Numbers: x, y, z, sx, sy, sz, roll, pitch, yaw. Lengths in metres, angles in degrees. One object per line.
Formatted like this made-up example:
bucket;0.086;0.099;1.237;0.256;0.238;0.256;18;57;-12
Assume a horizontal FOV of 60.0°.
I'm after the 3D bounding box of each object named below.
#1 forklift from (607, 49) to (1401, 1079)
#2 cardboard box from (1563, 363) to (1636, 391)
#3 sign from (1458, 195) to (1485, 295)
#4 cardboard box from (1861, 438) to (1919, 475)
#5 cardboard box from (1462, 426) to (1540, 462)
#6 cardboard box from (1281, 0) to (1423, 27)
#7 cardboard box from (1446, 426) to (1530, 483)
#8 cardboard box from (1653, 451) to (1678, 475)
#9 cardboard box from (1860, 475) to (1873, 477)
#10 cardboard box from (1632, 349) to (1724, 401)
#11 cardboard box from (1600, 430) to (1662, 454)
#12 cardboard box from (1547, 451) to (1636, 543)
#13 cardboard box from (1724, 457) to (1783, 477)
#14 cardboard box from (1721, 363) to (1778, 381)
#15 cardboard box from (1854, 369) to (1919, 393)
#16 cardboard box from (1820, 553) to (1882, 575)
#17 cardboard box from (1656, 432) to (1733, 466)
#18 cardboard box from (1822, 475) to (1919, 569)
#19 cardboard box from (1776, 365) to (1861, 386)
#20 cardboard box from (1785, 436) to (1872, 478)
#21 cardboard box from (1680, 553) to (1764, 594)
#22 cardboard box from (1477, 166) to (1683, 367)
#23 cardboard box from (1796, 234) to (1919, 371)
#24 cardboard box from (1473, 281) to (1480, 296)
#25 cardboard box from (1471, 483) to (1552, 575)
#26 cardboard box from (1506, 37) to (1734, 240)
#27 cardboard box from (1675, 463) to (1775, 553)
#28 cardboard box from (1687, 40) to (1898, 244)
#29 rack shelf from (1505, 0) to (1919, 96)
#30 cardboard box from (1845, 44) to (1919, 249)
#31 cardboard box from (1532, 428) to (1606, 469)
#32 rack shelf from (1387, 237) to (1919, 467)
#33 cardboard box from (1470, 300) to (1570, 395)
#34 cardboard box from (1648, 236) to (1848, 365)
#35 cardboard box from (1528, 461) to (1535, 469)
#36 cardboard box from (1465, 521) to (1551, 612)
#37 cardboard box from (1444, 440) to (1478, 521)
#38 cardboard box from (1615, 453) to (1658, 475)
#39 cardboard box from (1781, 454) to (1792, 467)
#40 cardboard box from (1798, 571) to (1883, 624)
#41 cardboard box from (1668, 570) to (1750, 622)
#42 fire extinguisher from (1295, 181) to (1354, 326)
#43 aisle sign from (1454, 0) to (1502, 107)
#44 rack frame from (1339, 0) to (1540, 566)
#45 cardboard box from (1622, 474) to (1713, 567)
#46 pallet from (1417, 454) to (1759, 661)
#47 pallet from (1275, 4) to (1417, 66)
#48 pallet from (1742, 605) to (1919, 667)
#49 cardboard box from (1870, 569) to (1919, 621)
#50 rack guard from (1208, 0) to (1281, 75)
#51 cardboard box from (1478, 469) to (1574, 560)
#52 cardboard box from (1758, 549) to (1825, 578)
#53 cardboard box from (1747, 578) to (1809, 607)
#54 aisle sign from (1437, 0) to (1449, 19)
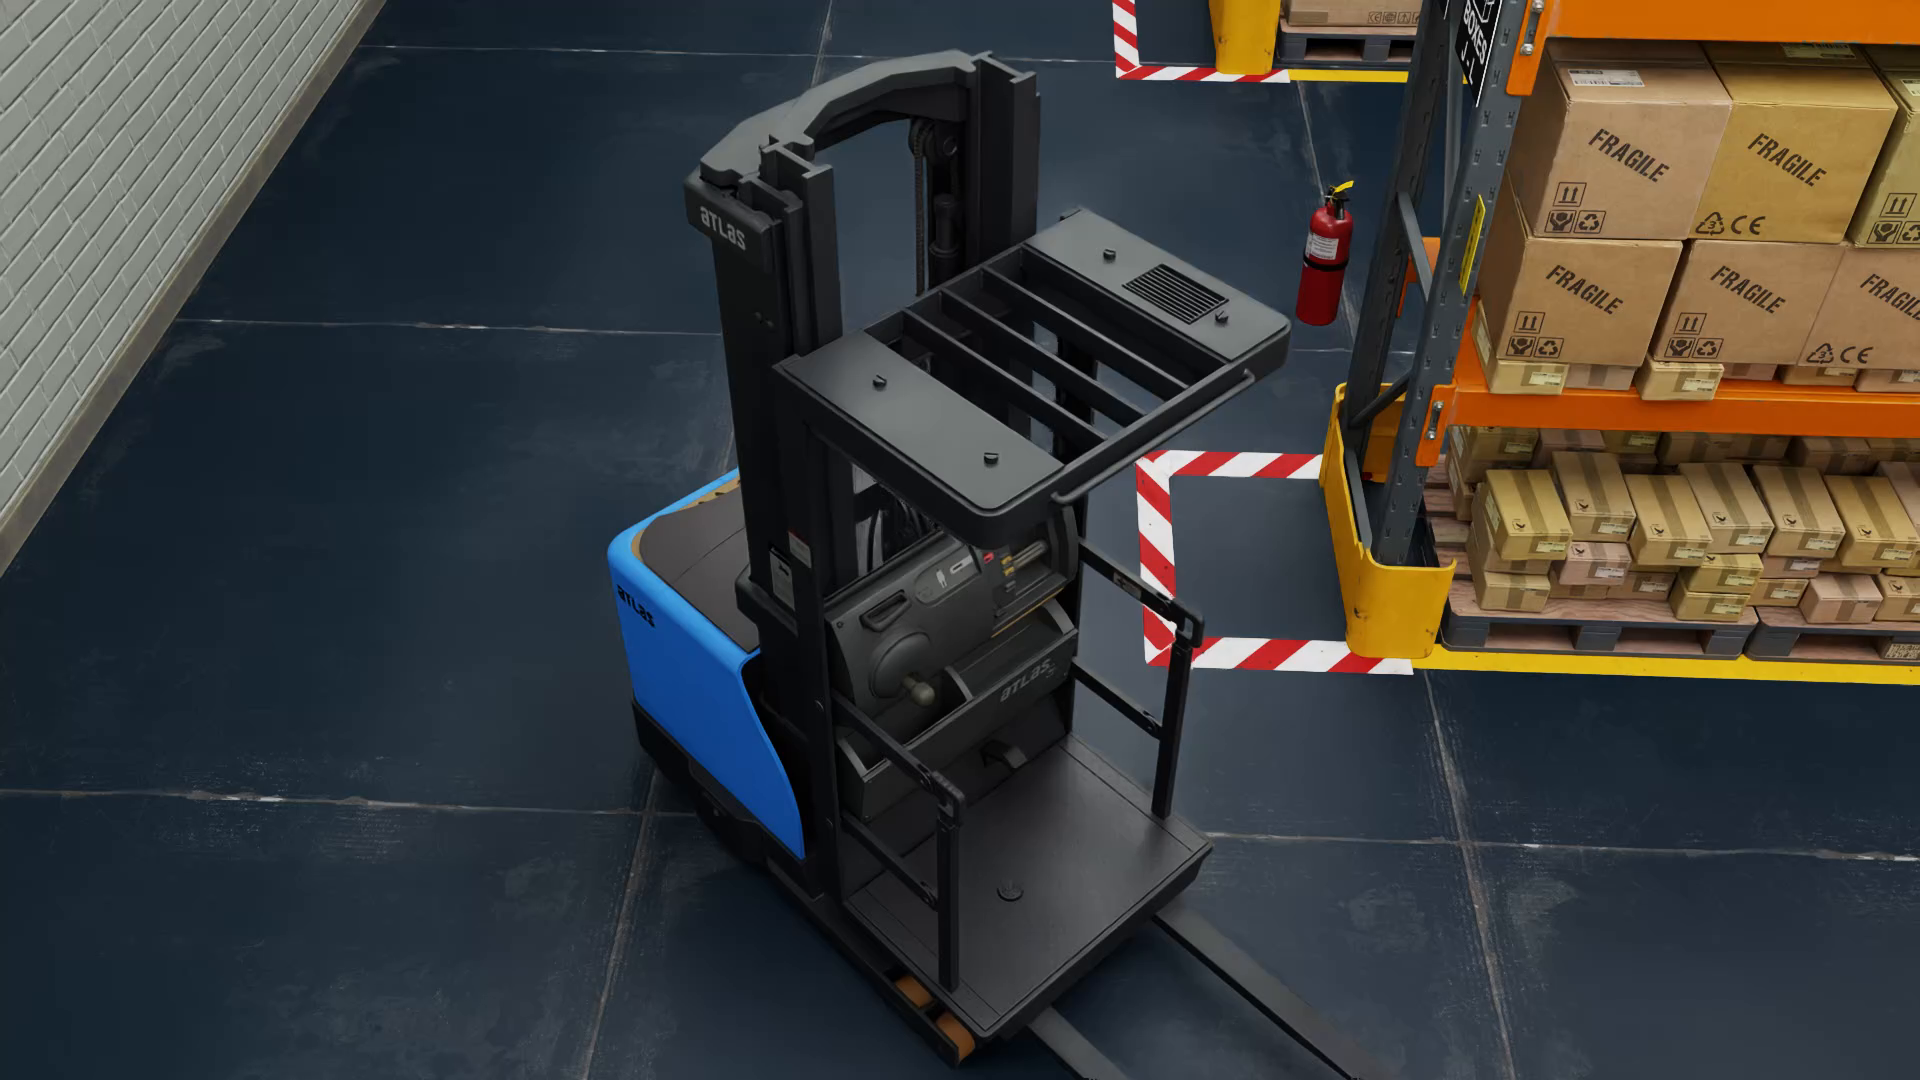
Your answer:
forklift;0.146;0.228;4.855;1.130;2.935;3.031;-32;52;-30
cardboard box;2.266;-0.715;6.001;0.250;0.149;0.380;3;43;3
sign;1.677;-0.967;5.452;0.005;0.325;0.100;2;43;2
cardboard box;3.802;-0.442;6.871;0.250;0.149;0.380;2;43;2
cardboard box;2.241;-0.504;6.937;0.250;0.149;0.380;2;43;2
cardboard box;2.487;-3.657;10.547;0.875;0.438;0.875;0;43;0
cardboard box;2.241;-0.417;7.062;0.250;0.149;0.380;1;43;1
cardboard box;3.024;-0.324;6.962;0.250;0.149;0.380;1;43;1
cardboard box;3.810;-0.385;7.028;0.250;0.149;0.380;2;43;2
cardboard box;2.532;-0.670;5.953;0.250;0.149;0.380;1;43;1
cardboard box;2.754;-0.536;6.971;0.250;0.149;0.380;1;43;1
cardboard box;2.490;-0.174;6.583;0.250;0.149;0.380;2;43;3
cardboard box;3.278;-0.395;7.039;0.250;0.149;0.380;2;43;3
cardboard box;2.797;-0.755;6.045;0.250;0.149;0.380;4;43;4
cardboard box;3.312;-0.704;5.989;0.250;0.149;0.380;1;43;1
cardboard box;3.526;-0.049;6.667;0.250;0.149;0.380;4;43;4
cardboard box;3.010;-0.485;6.917;0.250;0.149;0.380;0;43;0
cardboard box;3.525;-0.073;6.475;0.250;0.149;0.380;2;43;3
cardboard box;3.067;-0.730;6.018;0.250;0.149;0.380;1;43;1
cardboard box;3.539;-0.431;6.859;0.250;0.149;0.380;0;43;0
cardboard box;2.984;0.028;6.585;0.250;0.149;0.380;3;43;3
cardboard box;2.137;-0.963;5.792;0.500;0.500;0.500;4;43;4
cardboard box;3.162;-0.940;5.767;0.500;0.500;0.500;2;43;2
cardboard box;2.039;-1.110;6.425;0.250;0.149;0.380;2;43;2
cardboard box;2.213;-0.048;6.666;0.250;0.149;0.380;3;43;4
cardboard box;2.137;-1.336;5.459;0.500;0.500;0.500;2;43;2
cardboard box;2.987;-0.128;6.533;0.250;0.149;0.380;0;43;0
cardboard box;2.642;-1.325;5.447;0.500;0.500;0.500;3;43;3
rack shelf;3.699;-1.792;5.301;4.000;0.370;1.077;2;43;2
cardboard box;3.160;-1.294;5.413;0.500;0.500;0.500;1;43;1
cardboard box;2.490;-0.457;6.887;0.250;0.149;0.380;3;43;3
rack shelf;3.699;-0.695;6.323;4.000;0.370;1.077;2;43;2
cardboard box;2.010;-0.694;5.979;0.250;0.149;0.380;1;43;2
cardboard box;2.673;-0.964;5.793;0.500;0.500;0.500;2;43;2
cardboard box;2.500;-0.372;7.014;0.250;0.149;0.380;1;43;1
cardboard box;2.210;0.104;6.721;0.250;0.149;0.380;3;43;3
cardboard box;2.236;-0.256;7.107;0.250;0.149;0.380;2;43;3
cardboard box;2.760;-0.402;7.046;0.250;0.149;0.380;0;43;0
cardboard box;3.533;-0.375;7.017;0.250;0.149;0.380;4;43;4
cardboard box;3.478;0.152;6.670;0.250;0.149;0.380;0;43;0
cardboard box;2.974;0.142;6.681;0.250;0.149;0.380;2;43;2
fire extinguisher;1.470;-1.177;6.643;0.183;0.674;0.296;2;43;2
aisle sign;1.614;-1.769;5.041;0.004;0.787;0.394;2;43;2
rack frame;1.701;-1.019;6.144;0.127;3.000;1.000;2;43;2
cardboard box;2.736;-0.079;6.481;0.250;0.149;0.380;2;43;2
pallet;2.587;0.052;7.039;1.213;0.211;1.003;2;43;2
pallet;2.625;-3.402;10.747;1.213;0.211;1.003;2;43;2
pallet;3.802;0.091;6.997;1.213;0.211;1.003;2;43;2
cardboard box;3.756;0.142;6.680;0.250;0.149;0.380;2;43;2
rack guard;1.799;-3.479;10.618;0.348;0.500;1.175;2;43;2
cardboard box;2.209;-0.100;6.504;0.250;0.149;0.380;0;43;0
cardboard box;3.253;-0.029;6.645;0.250;0.149;0.380;0;43;0
cardboard box;3.233;0.085;6.742;0.250;0.149;0.380;2;43;2
aisle sign;1.641;-2.177;5.479;0.004;0.787;0.394;2;43;2
